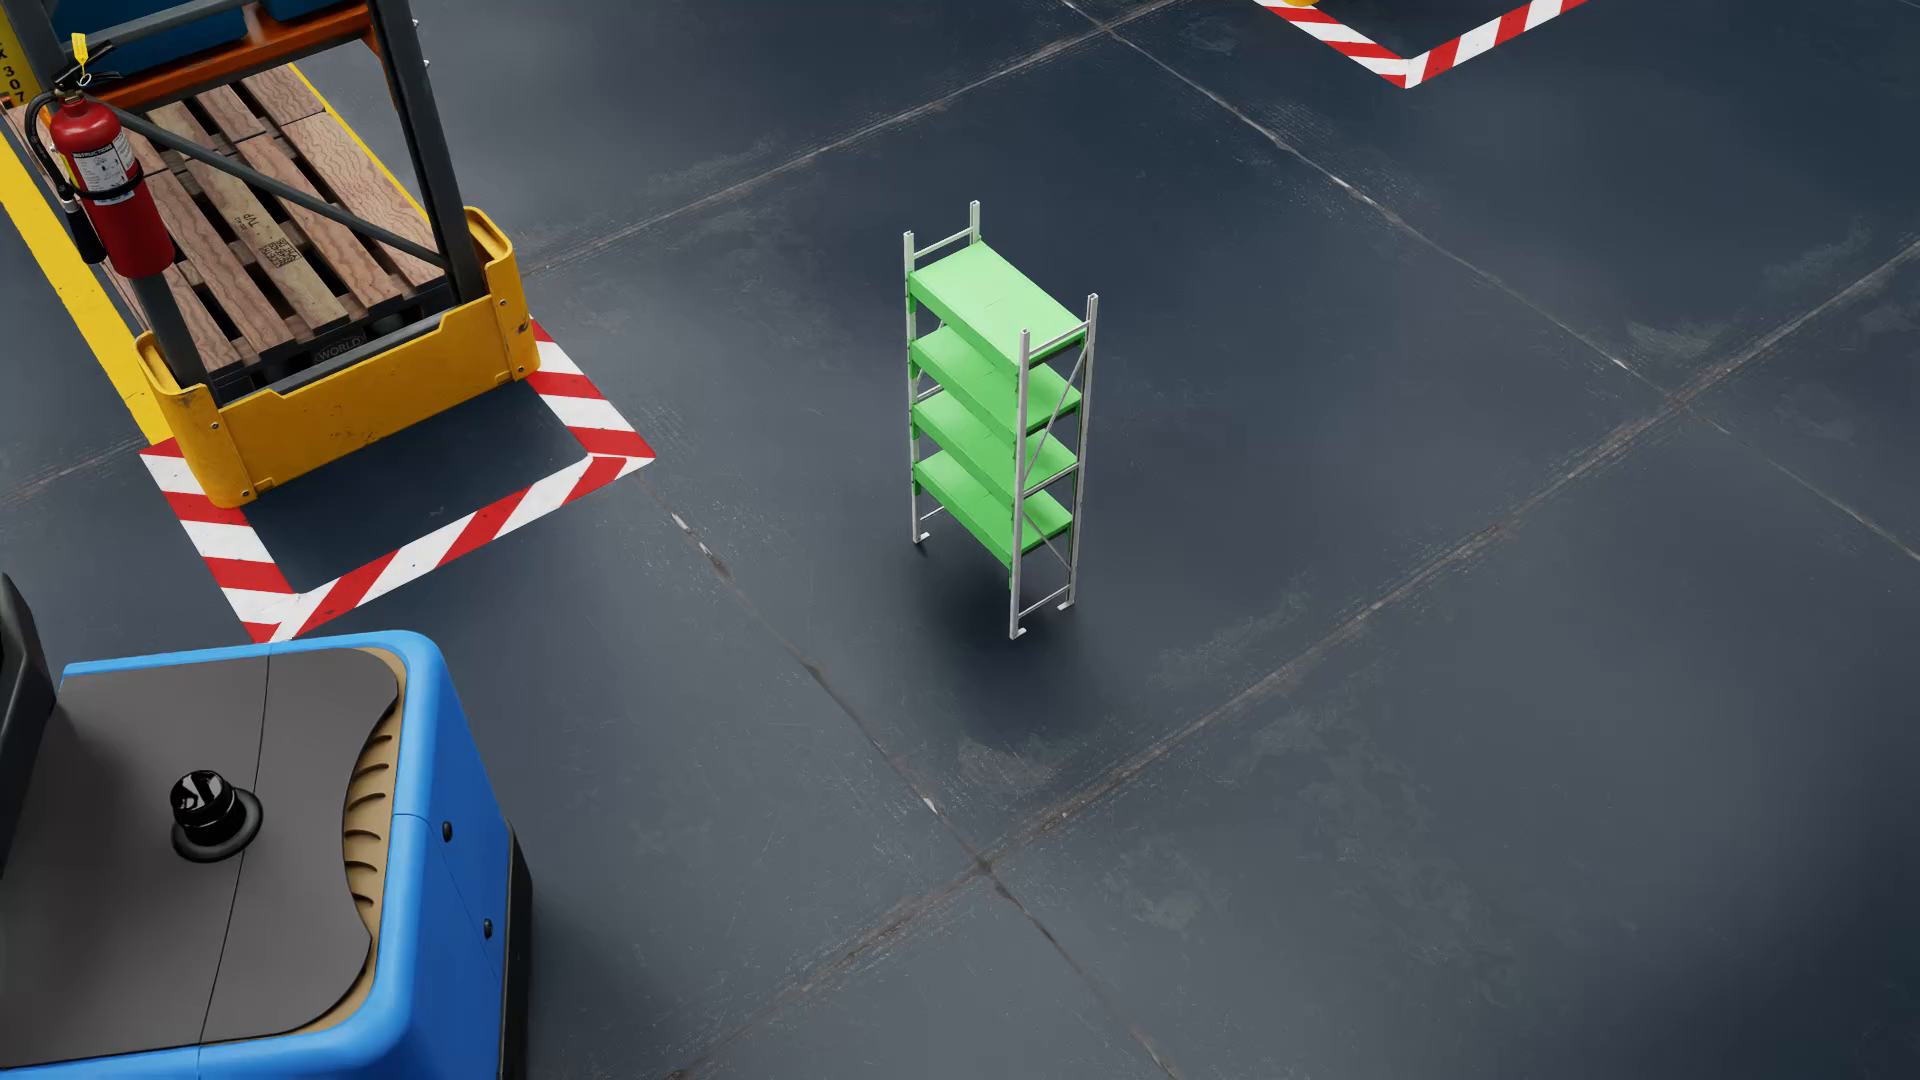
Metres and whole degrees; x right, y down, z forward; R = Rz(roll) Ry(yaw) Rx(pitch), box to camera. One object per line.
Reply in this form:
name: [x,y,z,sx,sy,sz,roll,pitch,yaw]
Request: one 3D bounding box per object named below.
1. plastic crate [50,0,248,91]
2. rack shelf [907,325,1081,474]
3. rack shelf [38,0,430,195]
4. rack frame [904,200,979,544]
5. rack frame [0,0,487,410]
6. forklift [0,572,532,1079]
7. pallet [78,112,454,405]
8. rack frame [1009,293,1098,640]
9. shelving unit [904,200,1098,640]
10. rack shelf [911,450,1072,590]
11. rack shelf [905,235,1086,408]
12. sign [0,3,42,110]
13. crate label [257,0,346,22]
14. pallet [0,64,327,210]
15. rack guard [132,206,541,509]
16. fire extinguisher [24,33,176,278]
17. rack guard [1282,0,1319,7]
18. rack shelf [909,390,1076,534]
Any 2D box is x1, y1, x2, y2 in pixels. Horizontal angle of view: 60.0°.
plastic crate: [-2.383,-1.604,4.615,0.616,0.435,0.499,-29,54,-24]
rack shelf: [0.100,-0.424,4.587,0.258,0.148,0.480,-29,54,-24]
rack shelf: [-3.243,-2.396,5.883,1.077,0.370,4.000,-29,54,-24]
rack frame: [-0.048,-0.449,4.847,0.240,1.200,0.015,-29,54,-24]
rack frame: [-2.032,-1.459,4.548,1.000,3.000,0.127,-29,54,-24]
forklift: [-2.558,0.429,2.883,3.031,2.935,1.130,-6,48,-5]
pallet: [-2.500,-1.026,6.037,1.003,0.211,1.213,-29,54,-24]
rack frame: [0.248,-0.162,4.587,0.240,1.200,0.015,-29,54,-24]
shelving unit: [0.100,-0.305,4.717,0.258,1.200,0.503,-29,54,-24]
rack shelf: [0.100,-0.101,4.942,0.258,0.148,0.480,-29,54,-24]
rack shelf: [0.100,-0.585,4.409,0.258,0.148,0.480,-29,54,-24]
sign: [-2.460,-1.257,4.255,0.100,0.325,0.005,-29,54,-24]
crate label: [-1.919,-1.716,4.853,0.416,0.233,0.303,-29,54,-24]
pallet: [-3.235,-1.745,6.689,1.003,0.211,1.213,-29,54,-24]
rack guard: [-2.007,-0.611,5.466,1.175,0.500,0.348,-29,54,-24]
fire extinguisher: [-2.302,-1.015,4.449,0.296,0.674,0.183,-29,54,-24]
rack guard: [1.867,-2.884,7.527,1.175,0.500,0.348,-29,54,-24]
rack shelf: [0.100,-0.262,4.764,0.258,0.148,0.480,-29,54,-24]
